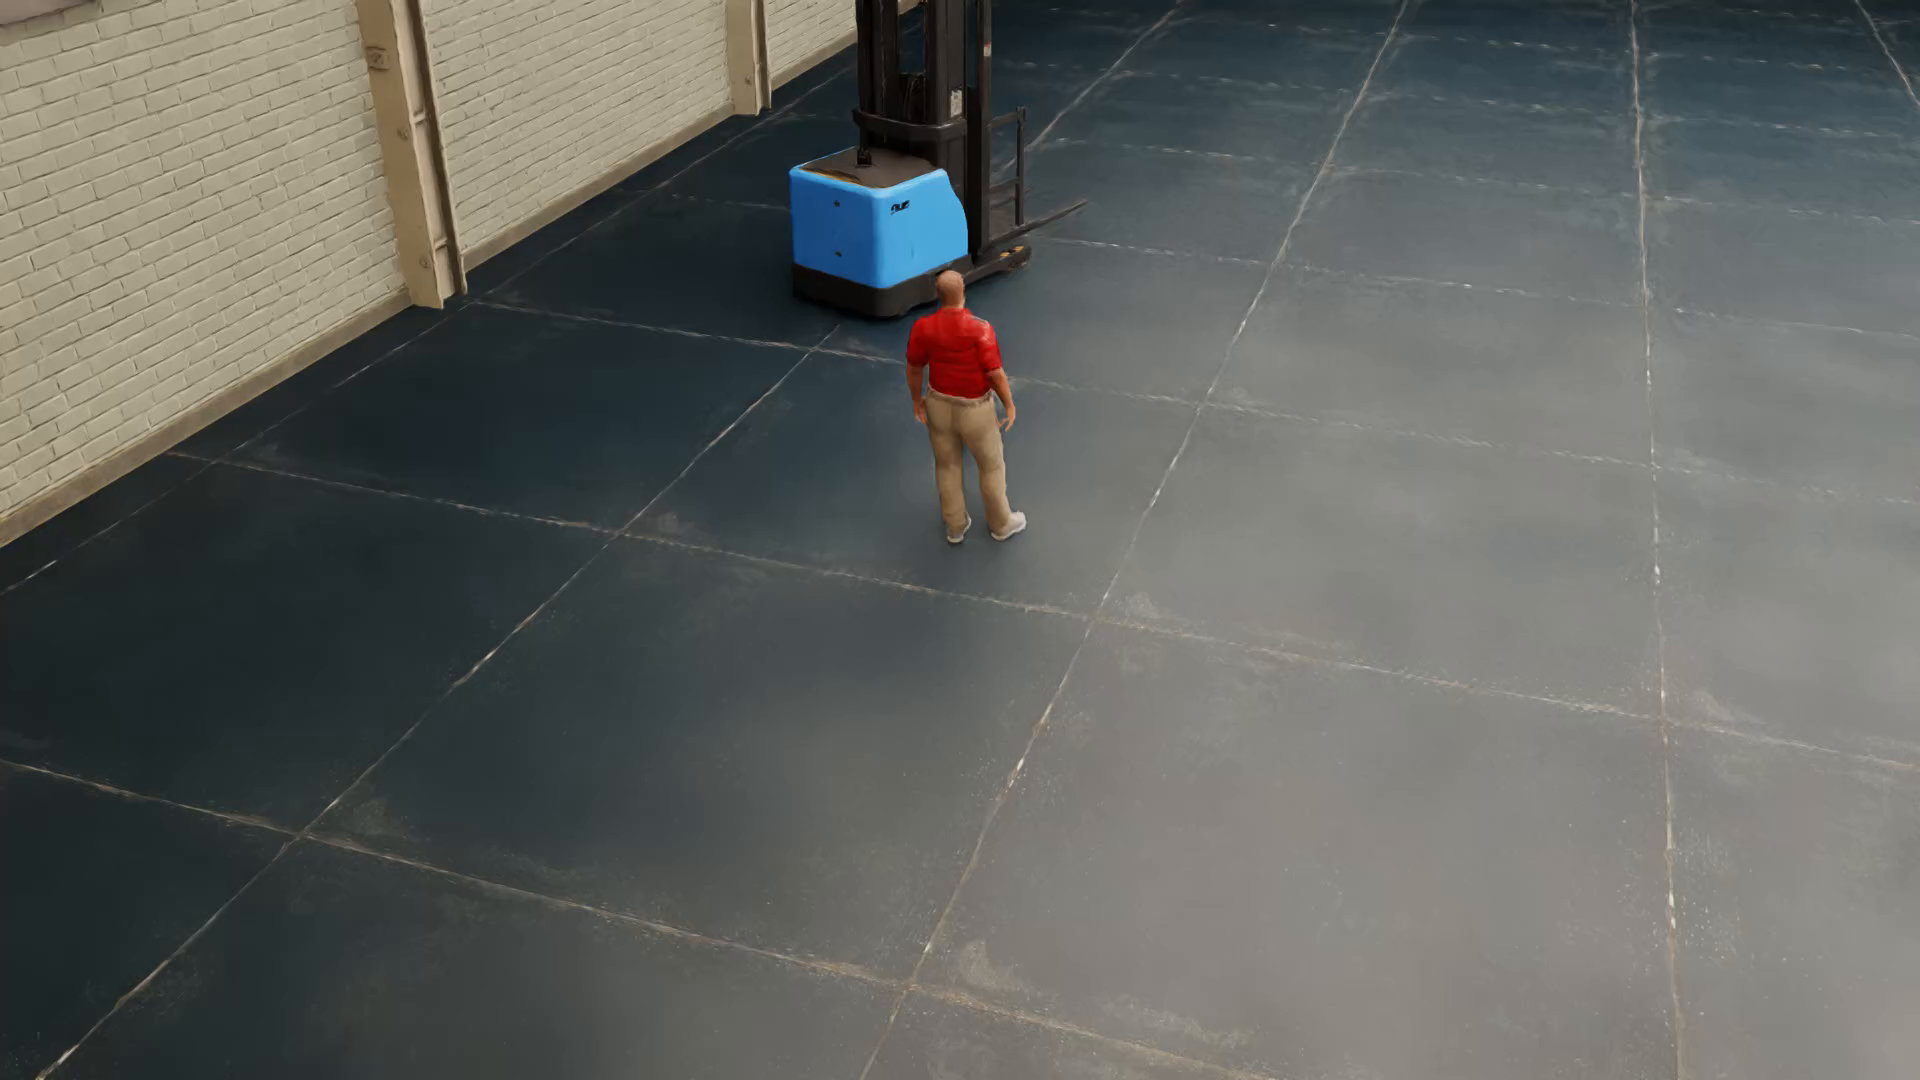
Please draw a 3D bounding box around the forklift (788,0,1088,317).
[{"bbox_3d":[-0.051,-3.676,13.586,1.130,2.935,3.031,22,36,33],"label":"forklift"}]

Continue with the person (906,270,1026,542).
[{"bbox_3d":[0.040,-0.797,9.735,0.640,1.727,0.550,10,31,16],"label":"person"}]
